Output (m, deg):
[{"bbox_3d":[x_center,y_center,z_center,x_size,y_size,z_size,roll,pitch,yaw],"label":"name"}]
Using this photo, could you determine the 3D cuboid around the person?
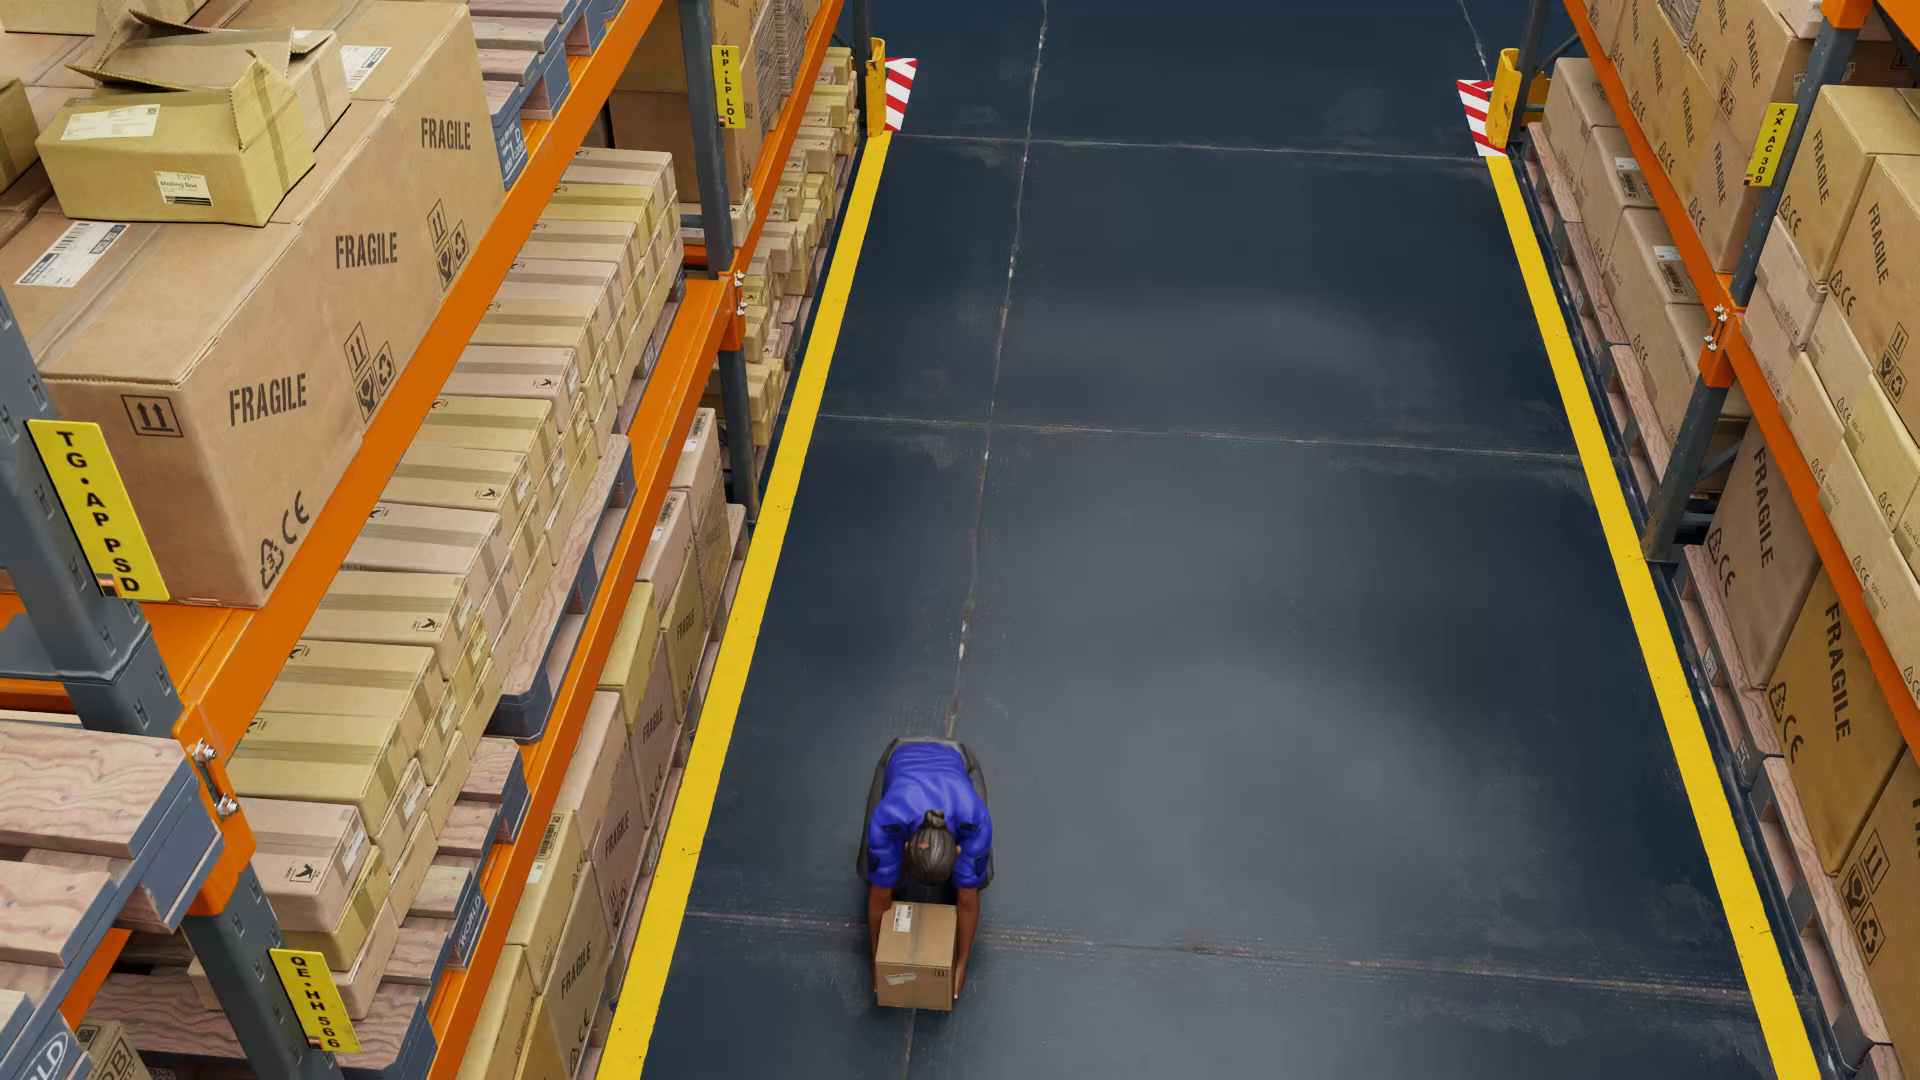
[{"bbox_3d":[-0.114,1.037,5.715,0.474,0.801,0.830,3,40,3],"label":"person"}]
